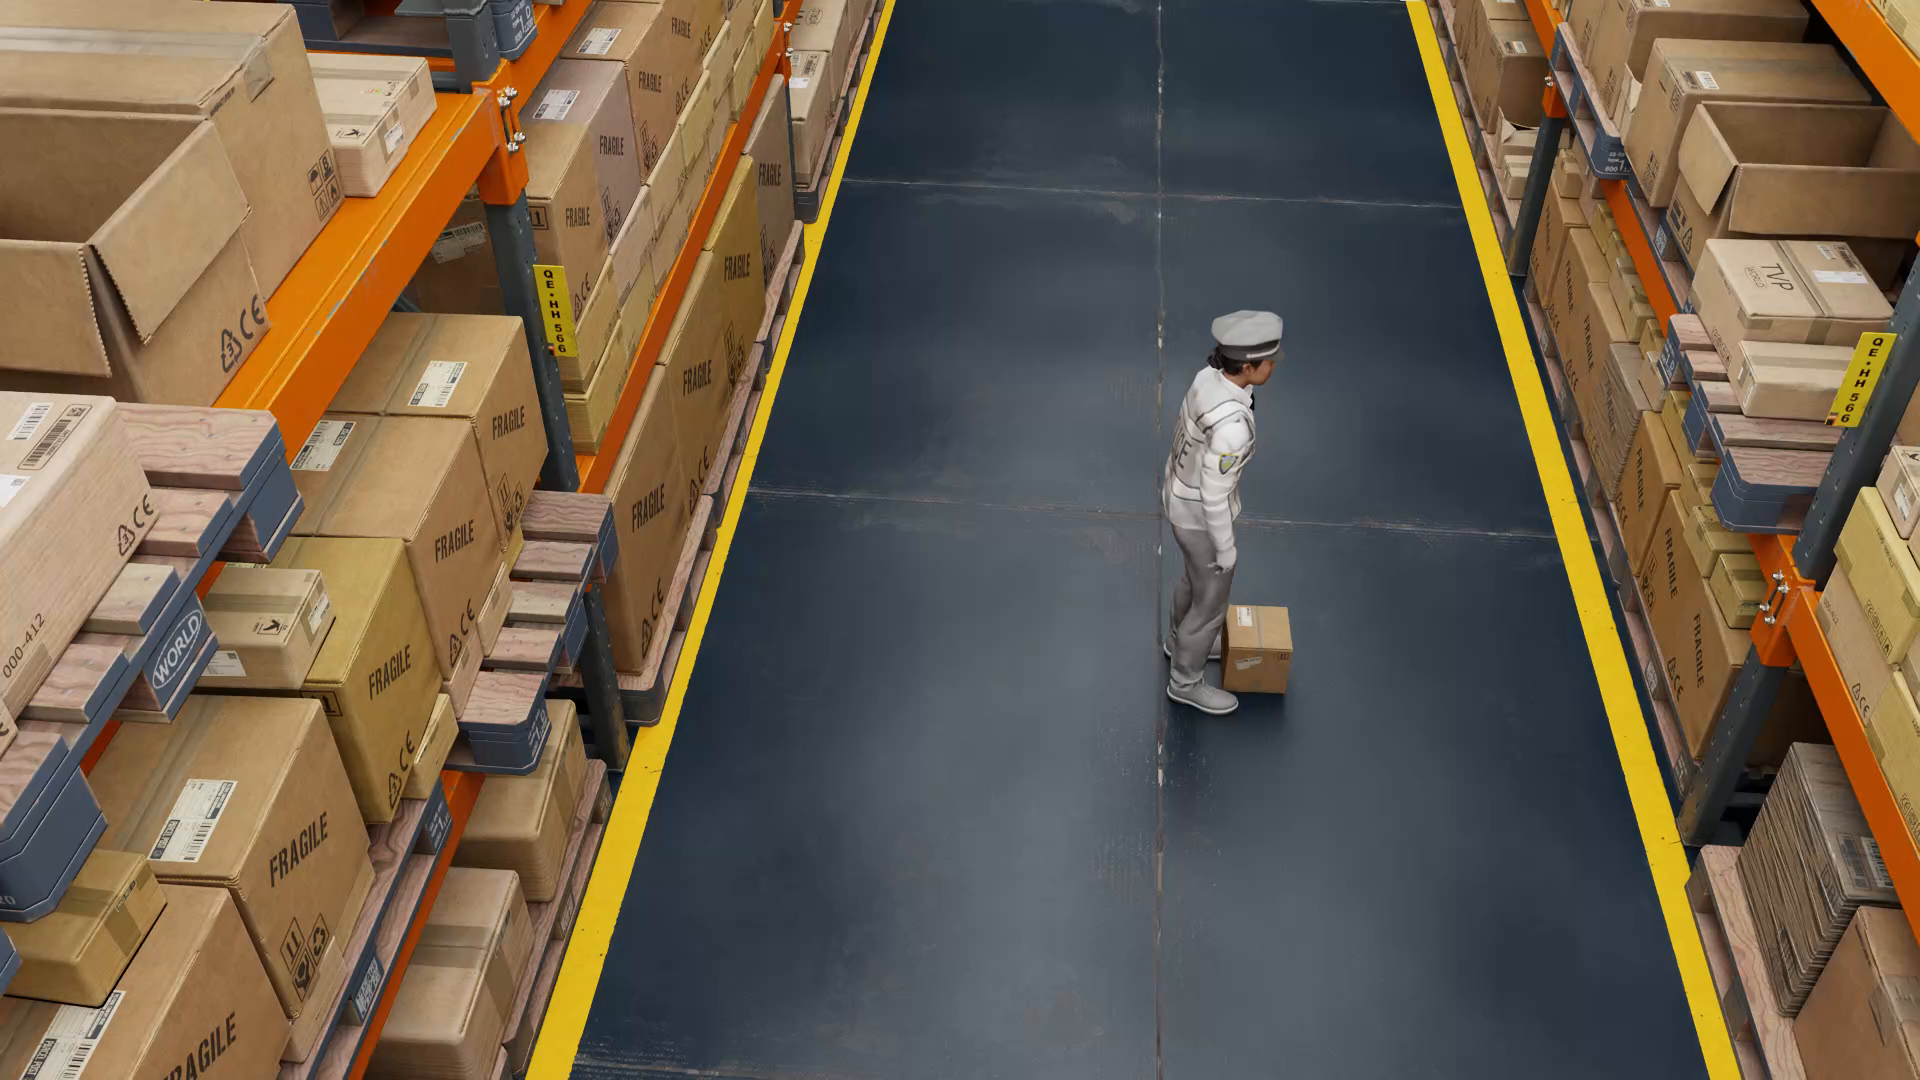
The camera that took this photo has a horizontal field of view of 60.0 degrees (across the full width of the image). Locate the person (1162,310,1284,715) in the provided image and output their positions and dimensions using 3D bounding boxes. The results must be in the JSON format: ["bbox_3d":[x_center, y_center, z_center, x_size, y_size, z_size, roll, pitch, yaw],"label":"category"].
[{"bbox_3d":[0.952,-0.109,6.284,0.375,1.662,0.542,1,40,1],"label":"person"}]
